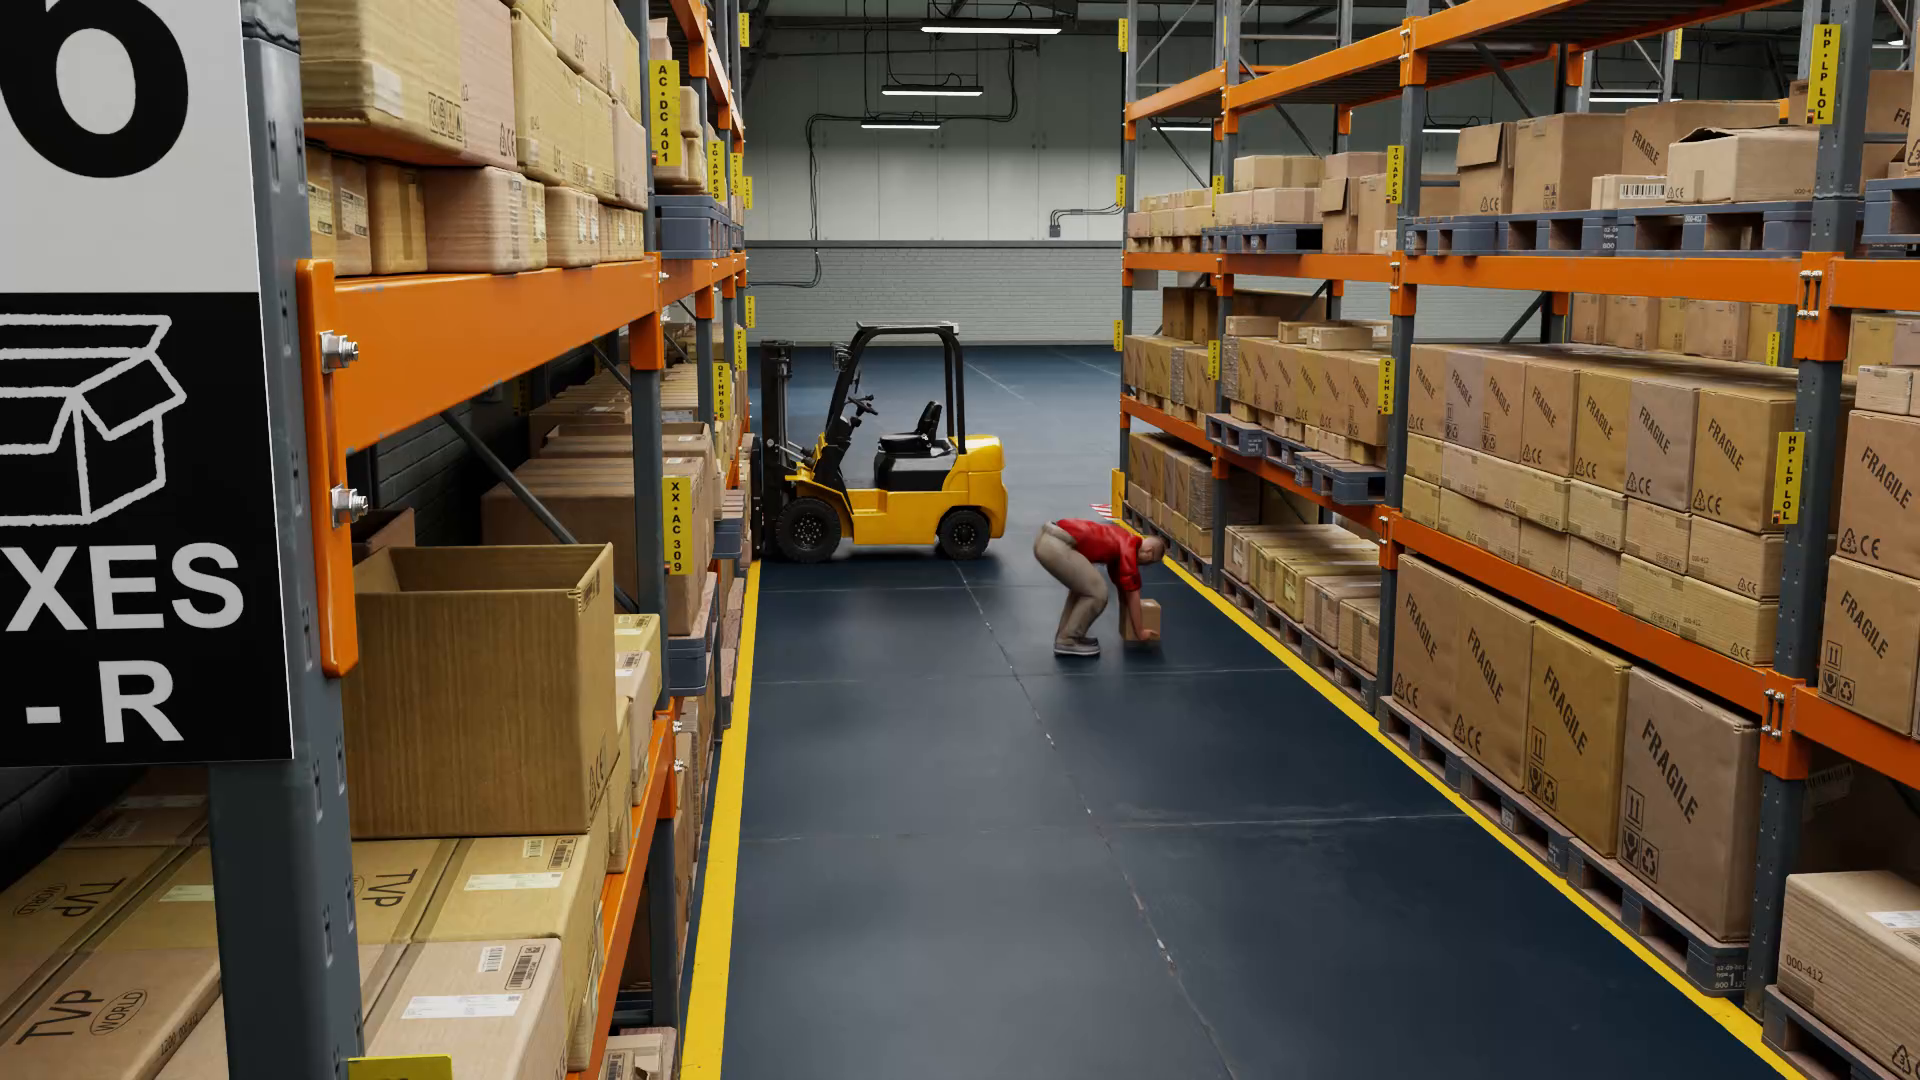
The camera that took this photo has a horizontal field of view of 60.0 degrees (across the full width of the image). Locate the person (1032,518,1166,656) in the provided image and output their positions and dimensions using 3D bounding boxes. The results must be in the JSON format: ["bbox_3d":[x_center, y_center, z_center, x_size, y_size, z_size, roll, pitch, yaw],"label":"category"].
[{"bbox_3d":[0.999,0.316,11.869,0.957,0.962,0.517,-2,10,-9],"label":"person"}]
